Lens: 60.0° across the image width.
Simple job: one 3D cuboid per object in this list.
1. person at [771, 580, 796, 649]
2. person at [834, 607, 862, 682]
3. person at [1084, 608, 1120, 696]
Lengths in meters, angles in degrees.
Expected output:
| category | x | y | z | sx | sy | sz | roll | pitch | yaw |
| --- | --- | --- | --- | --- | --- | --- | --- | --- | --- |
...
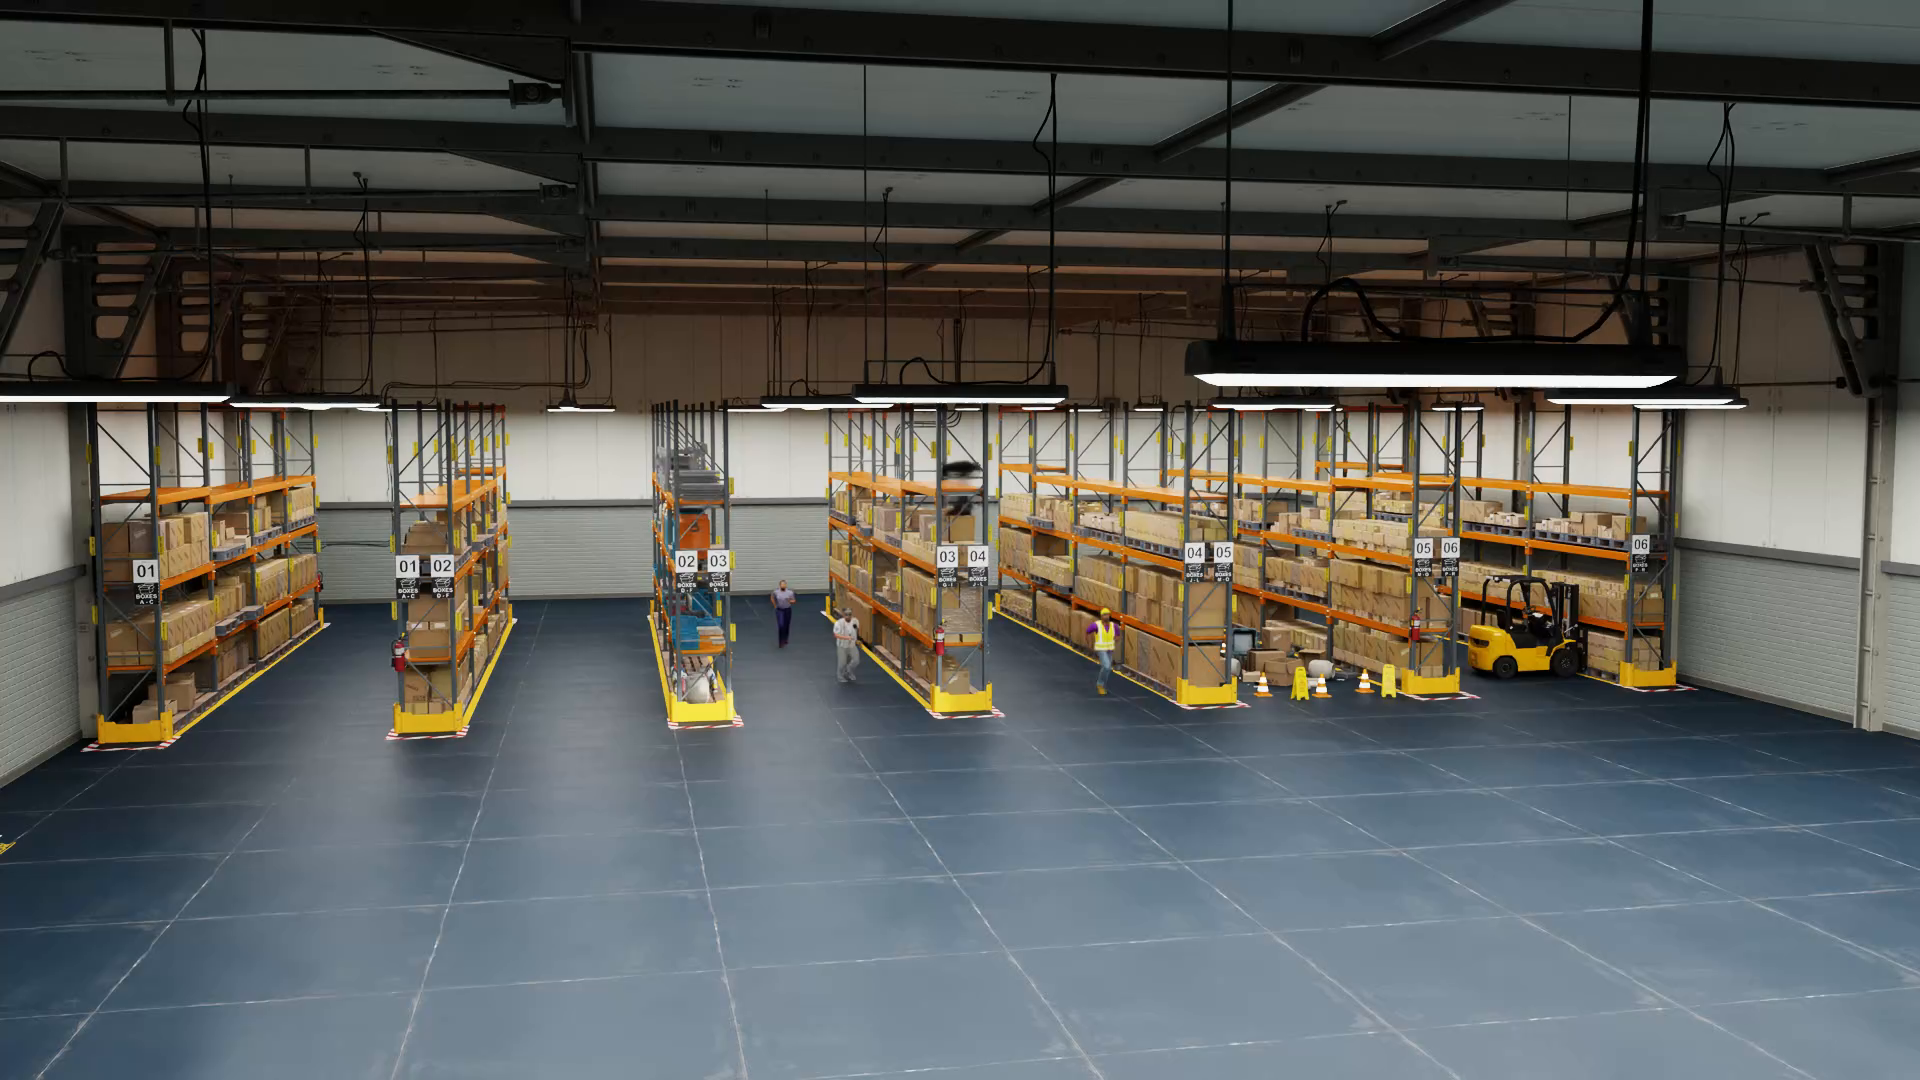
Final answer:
| category | x | y | z | sx | sy | sz | roll | pitch | yaw |
| --- | --- | --- | --- | --- | --- | --- | --- | --- | --- |
| person | -4.336 | 1.816 | 40.914 | 0.598 | 1.688 | 0.728 | -1 | 4 | -12 |
| person | -2.387 | 2.228 | 35.380 | 0.672 | 1.658 | 0.849 | -2 | 5 | -23 |
| person | 2.975 | 2.283 | 34.006 | 0.656 | 1.788 | 0.714 | -2 | 5 | -28 |
